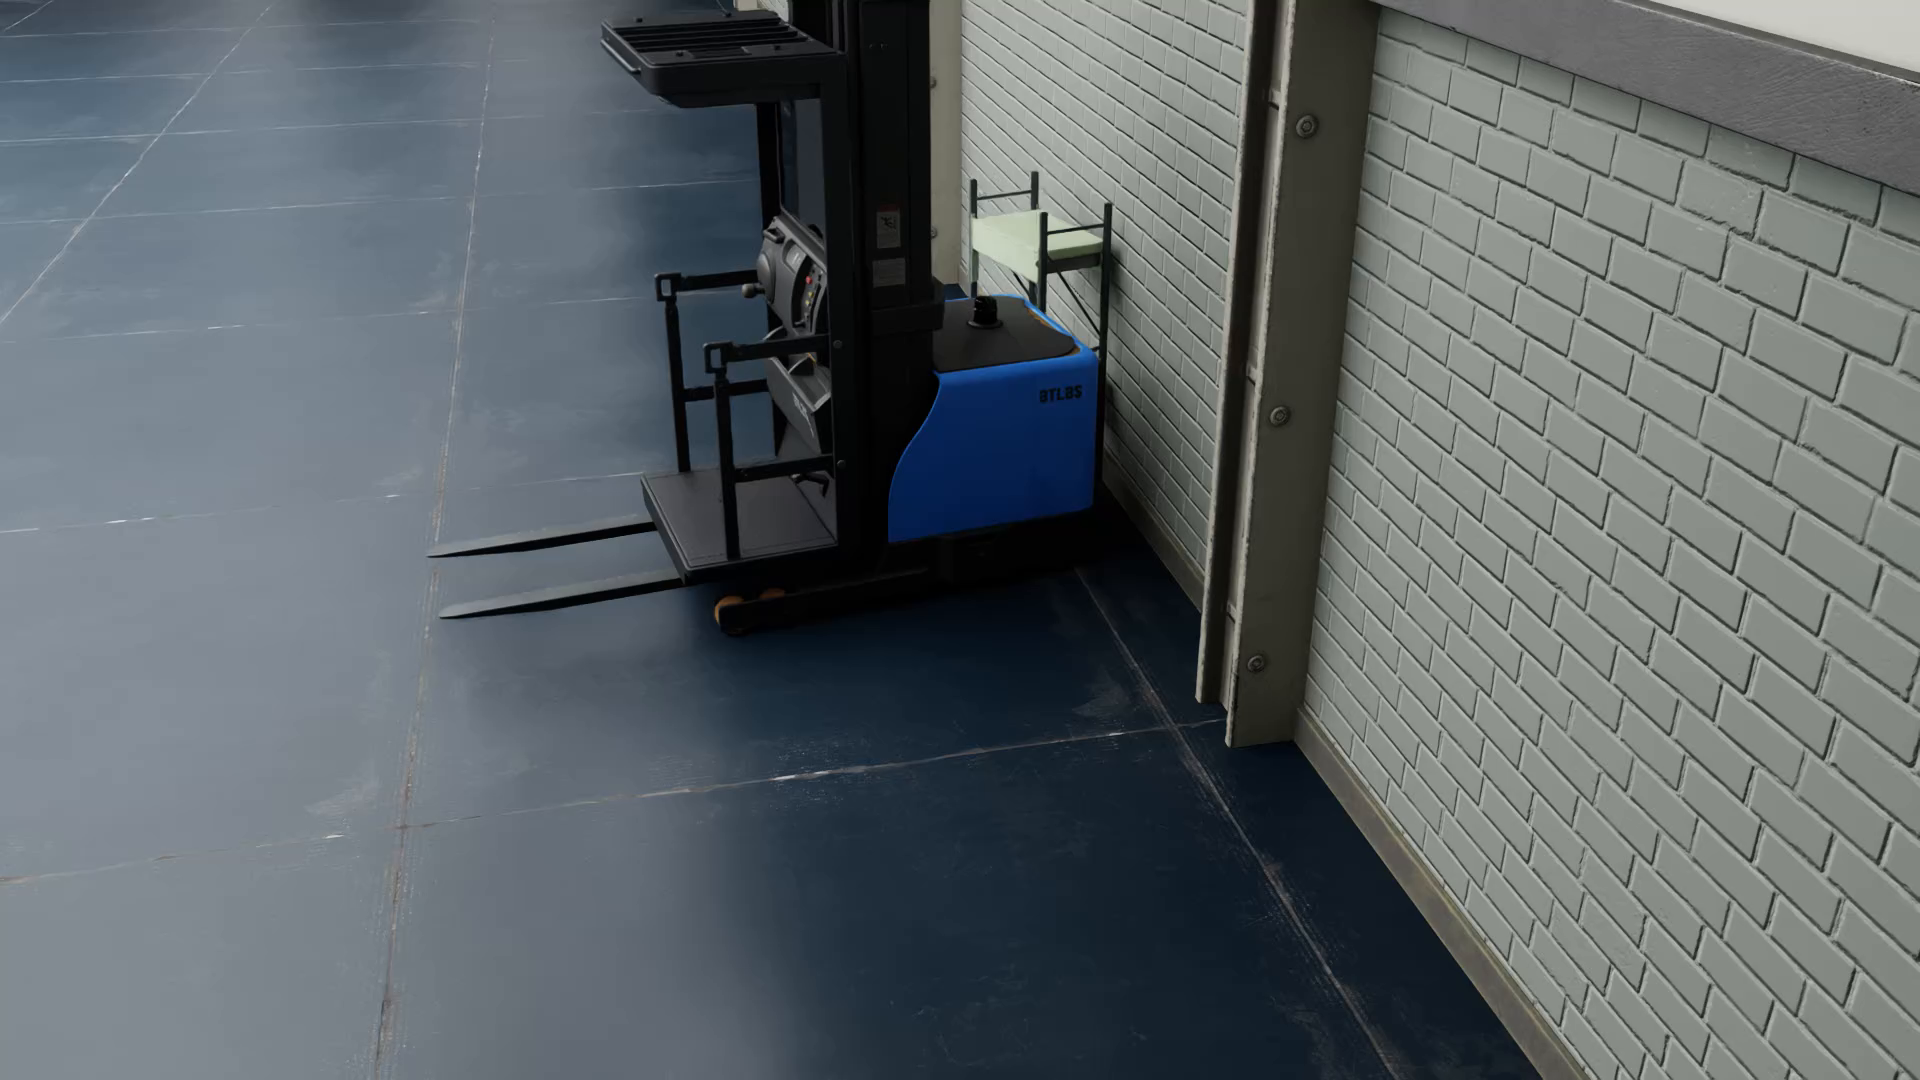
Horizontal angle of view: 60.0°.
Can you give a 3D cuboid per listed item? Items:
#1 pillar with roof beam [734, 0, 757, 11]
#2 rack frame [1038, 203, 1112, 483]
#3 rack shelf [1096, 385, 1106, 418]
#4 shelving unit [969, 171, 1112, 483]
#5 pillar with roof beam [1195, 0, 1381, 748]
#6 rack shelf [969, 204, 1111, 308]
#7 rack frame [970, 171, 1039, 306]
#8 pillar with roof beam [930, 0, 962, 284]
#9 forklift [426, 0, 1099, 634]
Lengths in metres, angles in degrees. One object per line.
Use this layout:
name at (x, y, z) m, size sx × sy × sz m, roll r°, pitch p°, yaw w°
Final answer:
pillar with roof beam at (-7.073, -10.758, 19.577) m, size 9.100 × 9.000 × 0.400 m, roll -6°, pitch 27°, yaw -12°
rack frame at (0.570, -0.948, 8.449) m, size 0.400 × 1.500 × 0.023 m, roll -13°, pitch 29°, yaw -24°
rack shelf at (0.404, -0.799, 8.885) m, size 0.431 × 0.370 × 0.720 m, roll -13°, pitch 29°, yaw -24°
shelving unit at (0.403, -1.091, 8.741) m, size 0.431 × 1.500 × 0.755 m, roll -13°, pitch 29°, yaw -24°
pillar with roof beam at (-3.017, -2.856, 3.921) m, size 9.100 × 9.000 × 0.400 m, roll -6°, pitch 27°, yaw -12°
rack shelf at (0.402, -1.441, 8.568) m, size 0.431 × 0.370 × 0.720 m, roll -13°, pitch 29°, yaw -24°
rack frame at (0.236, -1.235, 9.033) m, size 0.400 × 1.500 × 0.023 m, roll -13°, pitch 29°, yaw -24°
pillar with roof beam at (-4.369, -5.490, 9.140) m, size 9.100 × 9.000 × 0.400 m, roll -6°, pitch 27°, yaw -12°
forklift at (-0.924, -1.160, 7.295) m, size 3.031 × 2.935 × 1.130 m, roll -10°, pitch 28°, yaw -18°
